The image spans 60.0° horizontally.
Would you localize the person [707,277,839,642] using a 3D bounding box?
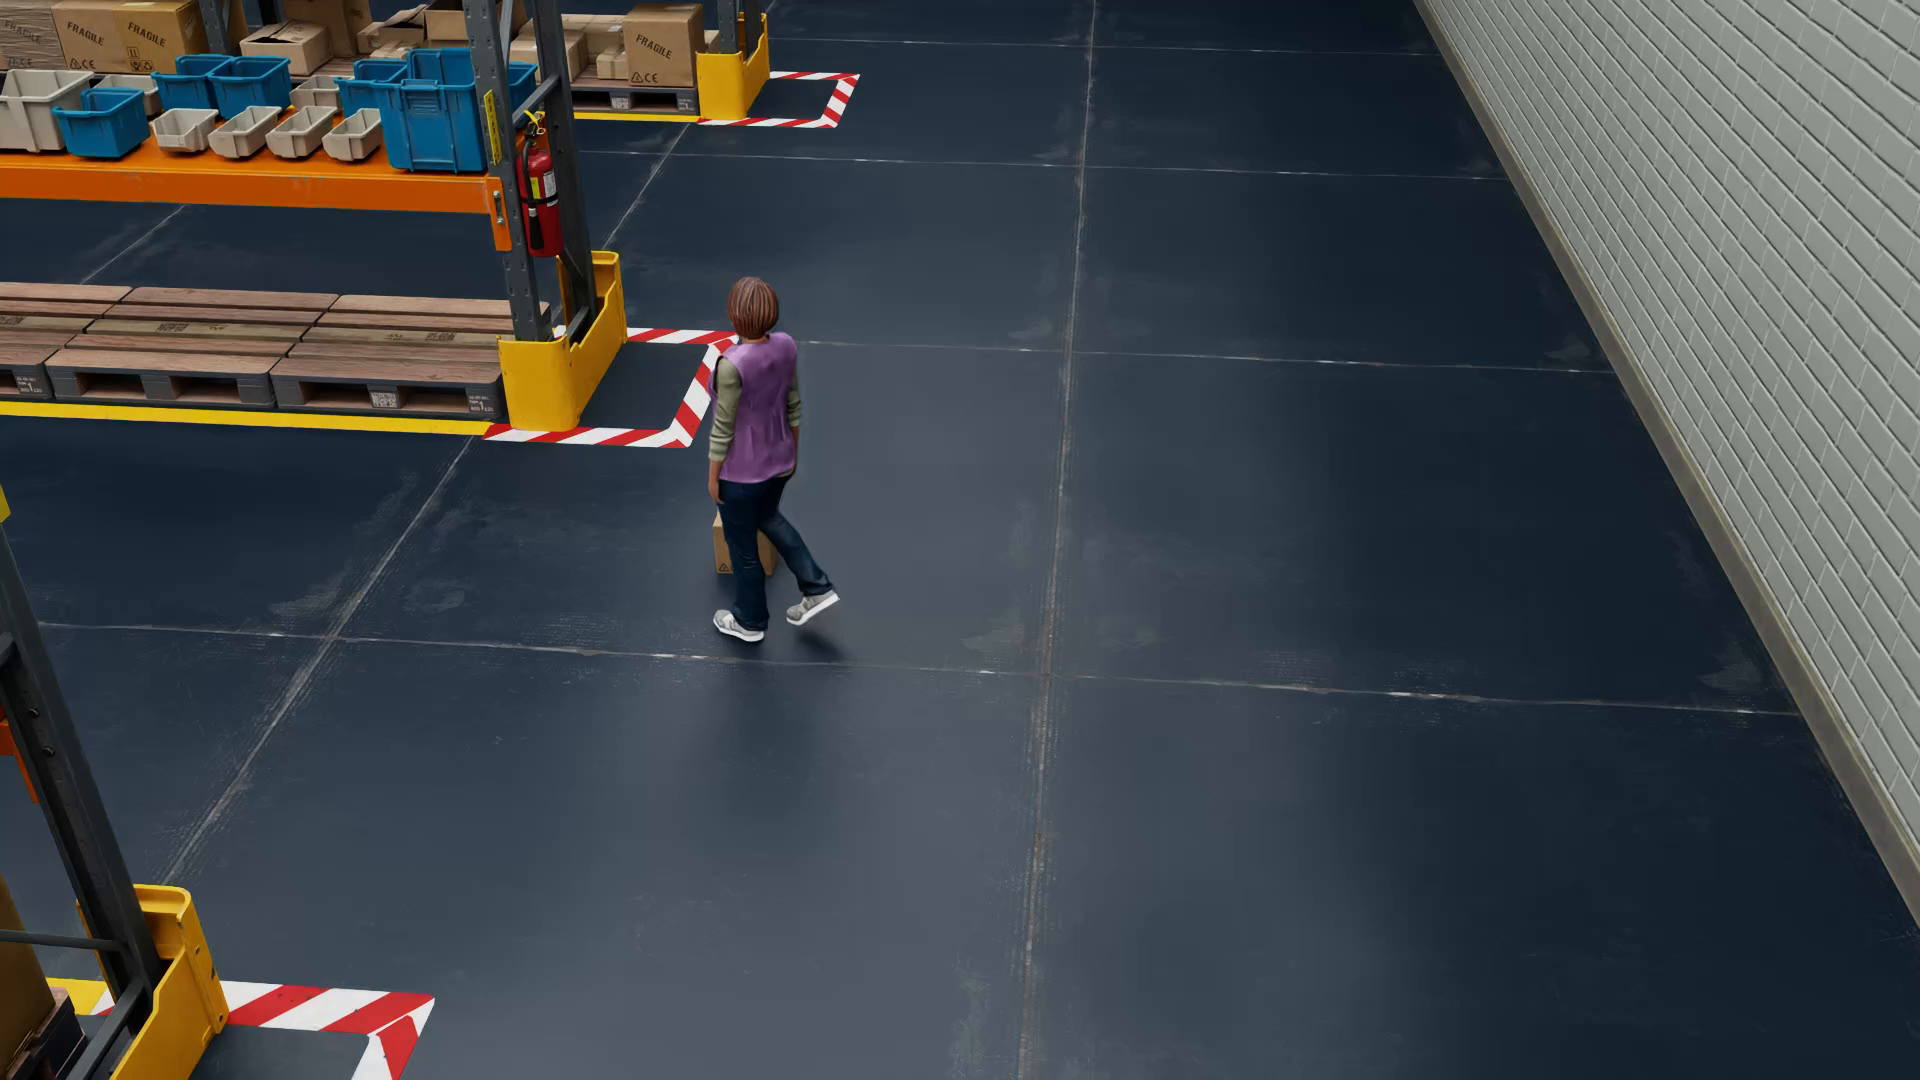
[{"bbox_3d":[-0.800,-0.284,6.581,0.497,1.599,0.424,21,38,30],"label":"person"}]
